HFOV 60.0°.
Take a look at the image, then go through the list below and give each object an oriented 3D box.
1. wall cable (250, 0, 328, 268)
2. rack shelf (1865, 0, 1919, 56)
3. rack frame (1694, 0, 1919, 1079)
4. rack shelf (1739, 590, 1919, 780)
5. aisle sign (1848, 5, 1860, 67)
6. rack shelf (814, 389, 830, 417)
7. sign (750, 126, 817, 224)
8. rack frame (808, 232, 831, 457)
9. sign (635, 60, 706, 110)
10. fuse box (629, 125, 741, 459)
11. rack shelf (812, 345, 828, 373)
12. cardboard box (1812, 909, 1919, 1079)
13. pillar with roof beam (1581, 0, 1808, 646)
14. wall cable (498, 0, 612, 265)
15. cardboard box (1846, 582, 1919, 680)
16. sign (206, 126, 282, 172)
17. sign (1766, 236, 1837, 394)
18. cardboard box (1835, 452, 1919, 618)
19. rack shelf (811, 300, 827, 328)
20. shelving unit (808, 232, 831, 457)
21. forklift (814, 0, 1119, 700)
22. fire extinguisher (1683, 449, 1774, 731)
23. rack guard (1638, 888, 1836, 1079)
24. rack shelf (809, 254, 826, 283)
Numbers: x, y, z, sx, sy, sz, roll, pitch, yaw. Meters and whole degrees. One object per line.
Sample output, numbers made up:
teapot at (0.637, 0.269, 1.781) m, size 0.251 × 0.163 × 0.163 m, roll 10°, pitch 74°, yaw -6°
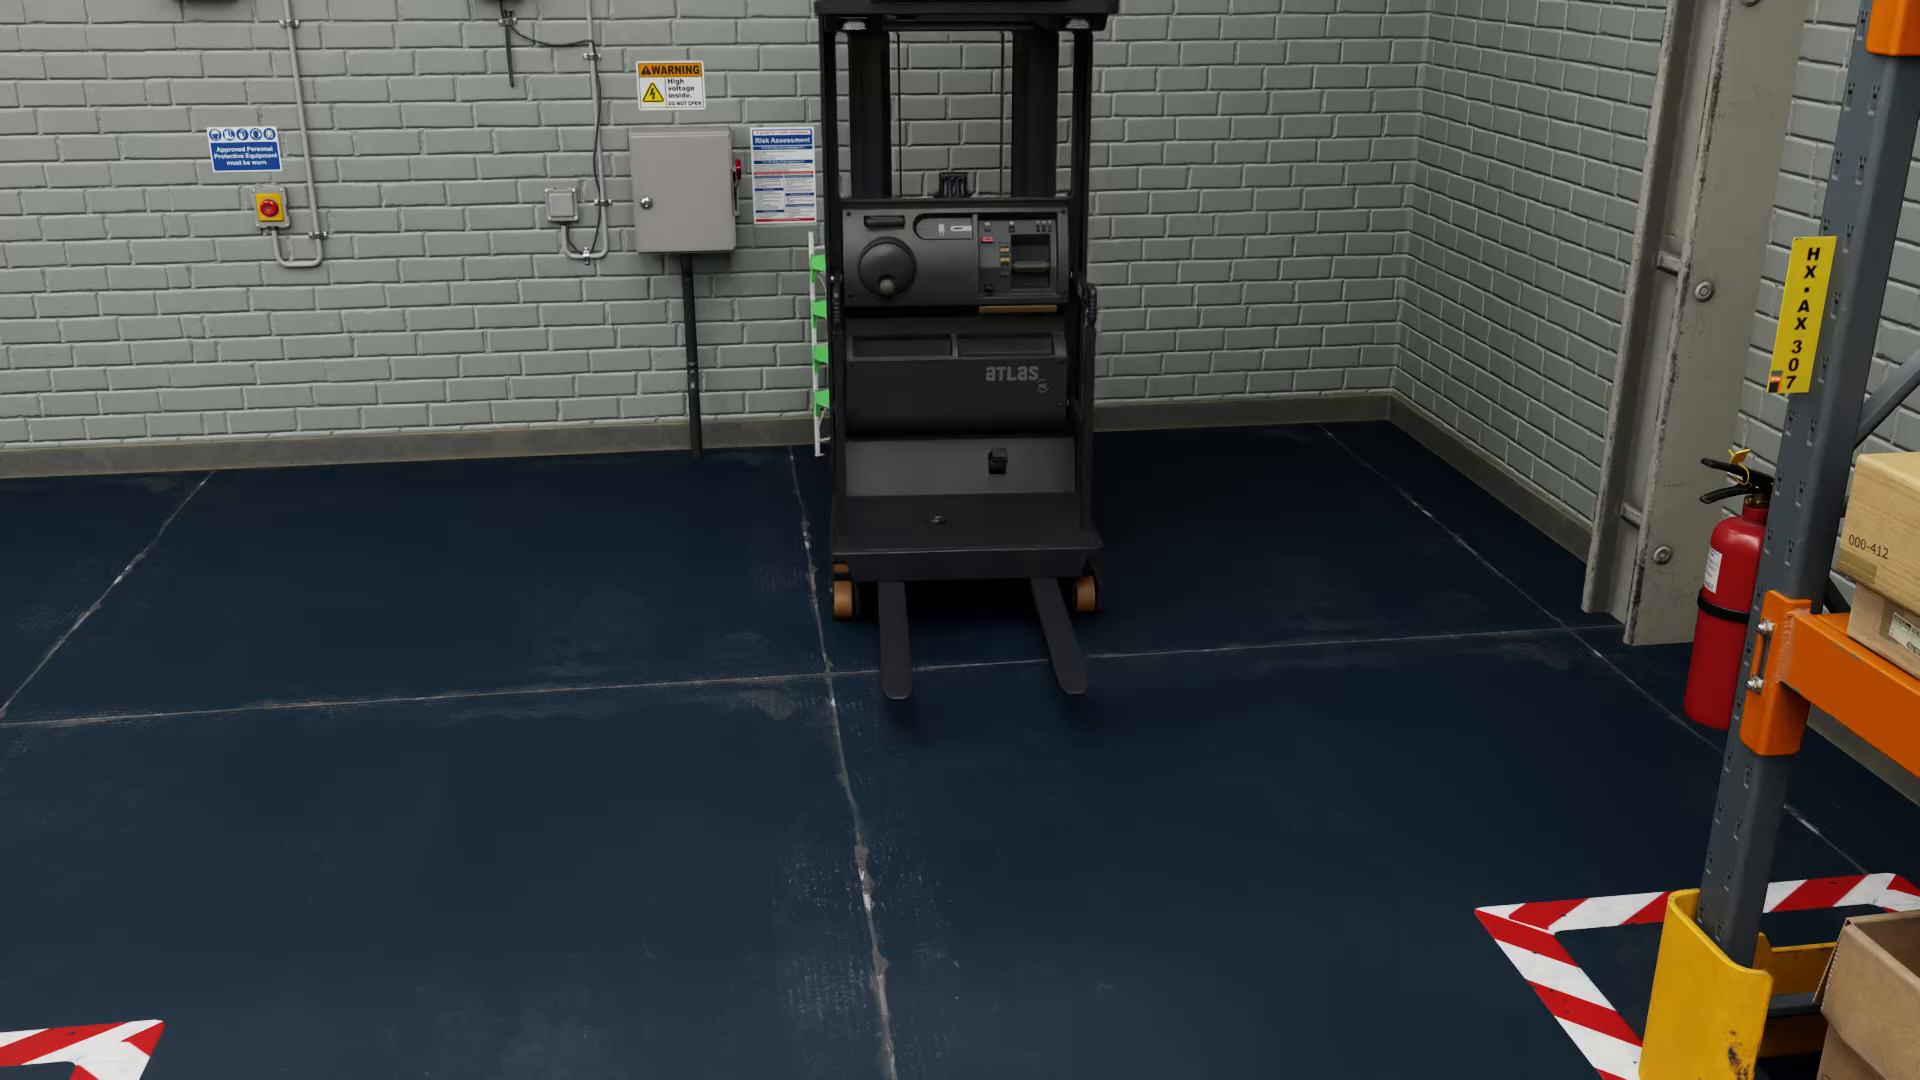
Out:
wall cable at (-3.474, -2.273, 8.019) m, size 0.585 × 1.953 × 0.123 m, roll -3°, pitch 21°, yaw -8°
rack shelf at (2.562, -0.459, 1.399) m, size 1.077 × 0.370 × 4.000 m, roll -3°, pitch 21°, yaw -8°
rack frame at (2.274, -0.083, 3.652) m, size 1.000 × 3.000 × 0.127 m, roll -3°, pitch 21°, yaw -8°
rack shelf at (2.562, 0.946, 1.924) m, size 1.077 × 0.370 × 4.000 m, roll -3°, pitch 21°, yaw -8°
aisle sign at (1.973, -1.310, 3.221) m, size 0.394 × 0.787 × 0.004 m, roll -3°, pitch 21°, yaw -8°
rack shelf at (-0.520, -0.688, 8.712) m, size 0.258 × 0.148 × 0.480 m, roll -17°, pitch 26°, yaw -38°
sign at (-0.915, -1.890, 8.626) m, size 0.329 × 0.494 × 0.001 m, roll -3°, pitch 21°, yaw -8°
rack frame at (-0.679, -1.038, 8.779) m, size 0.240 × 1.200 × 0.015 m, roll -17°, pitch 26°, yaw -38°
sign at (-1.458, -2.294, 8.391) m, size 0.339 × 0.242 × 0.001 m, roll -3°, pitch 21°, yaw -8°
fuse box at (-1.374, -1.235, 8.576) m, size 0.539 × 1.711 × 0.414 m, roll -3°, pitch 21°, yaw -8°
rack shelf at (-0.520, -0.913, 8.628) m, size 0.258 × 0.148 × 0.480 m, roll -17°, pitch 26°, yaw -38°
cardboard box at (2.268, 1.106, 3.436) m, size 0.797 × 0.503 × 0.637 m, roll -4°, pitch 21°, yaw -10°
pillar with roof beam at (-1.483, -3.656, 4.642) m, size 9.100 × 9.000 × 0.400 m, roll -3°, pitch 21°, yaw -8°
wall cable at (-2.072, -2.334, 8.227) m, size 0.588 × 1.984 × 0.122 m, roll -3°, pitch 21°, yaw -8°
cardboard box at (2.050, 0.162, 3.354) m, size 0.380 × 0.149 × 0.250 m, roll -3°, pitch 21°, yaw -8°
sign at (-3.530, -1.928, 8.205) m, size 0.327 × 0.218 × 0.001 m, roll -3°, pitch 21°, yaw -8°
sign at (1.737, -0.461, 3.427) m, size 0.100 × 0.325 × 0.005 m, roll -3°, pitch 21°, yaw -8°
cardboard box at (2.072, 0.018, 3.169) m, size 0.500 × 0.250 × 0.500 m, roll -3°, pitch 21°, yaw -7°
rack shelf at (-0.520, -1.138, 8.544) m, size 0.258 × 0.148 × 0.480 m, roll -17°, pitch 26°, yaw -38°
shelving unit at (-0.520, -0.973, 8.606) m, size 0.258 × 1.200 × 0.503 m, roll -17°, pitch 26°, yaw -38°
forklift at (0.000, -1.163, 6.641) m, size 1.130 × 2.935 × 3.031 m, roll -1°, pitch 21°, yaw -3°
fire extinguisher at (1.795, 0.100, 3.805) m, size 0.296 × 0.674 × 0.183 m, roll -3°, pitch 21°, yaw -8°
rack guard at (2.285, 1.114, 4.019) m, size 1.175 × 0.500 × 0.348 m, roll -3°, pitch 21°, yaw -8°
rack shelf at (-0.520, -1.363, 8.460) m, size 0.258 × 0.148 × 0.480 m, roll -17°, pitch 26°, yaw -38°
